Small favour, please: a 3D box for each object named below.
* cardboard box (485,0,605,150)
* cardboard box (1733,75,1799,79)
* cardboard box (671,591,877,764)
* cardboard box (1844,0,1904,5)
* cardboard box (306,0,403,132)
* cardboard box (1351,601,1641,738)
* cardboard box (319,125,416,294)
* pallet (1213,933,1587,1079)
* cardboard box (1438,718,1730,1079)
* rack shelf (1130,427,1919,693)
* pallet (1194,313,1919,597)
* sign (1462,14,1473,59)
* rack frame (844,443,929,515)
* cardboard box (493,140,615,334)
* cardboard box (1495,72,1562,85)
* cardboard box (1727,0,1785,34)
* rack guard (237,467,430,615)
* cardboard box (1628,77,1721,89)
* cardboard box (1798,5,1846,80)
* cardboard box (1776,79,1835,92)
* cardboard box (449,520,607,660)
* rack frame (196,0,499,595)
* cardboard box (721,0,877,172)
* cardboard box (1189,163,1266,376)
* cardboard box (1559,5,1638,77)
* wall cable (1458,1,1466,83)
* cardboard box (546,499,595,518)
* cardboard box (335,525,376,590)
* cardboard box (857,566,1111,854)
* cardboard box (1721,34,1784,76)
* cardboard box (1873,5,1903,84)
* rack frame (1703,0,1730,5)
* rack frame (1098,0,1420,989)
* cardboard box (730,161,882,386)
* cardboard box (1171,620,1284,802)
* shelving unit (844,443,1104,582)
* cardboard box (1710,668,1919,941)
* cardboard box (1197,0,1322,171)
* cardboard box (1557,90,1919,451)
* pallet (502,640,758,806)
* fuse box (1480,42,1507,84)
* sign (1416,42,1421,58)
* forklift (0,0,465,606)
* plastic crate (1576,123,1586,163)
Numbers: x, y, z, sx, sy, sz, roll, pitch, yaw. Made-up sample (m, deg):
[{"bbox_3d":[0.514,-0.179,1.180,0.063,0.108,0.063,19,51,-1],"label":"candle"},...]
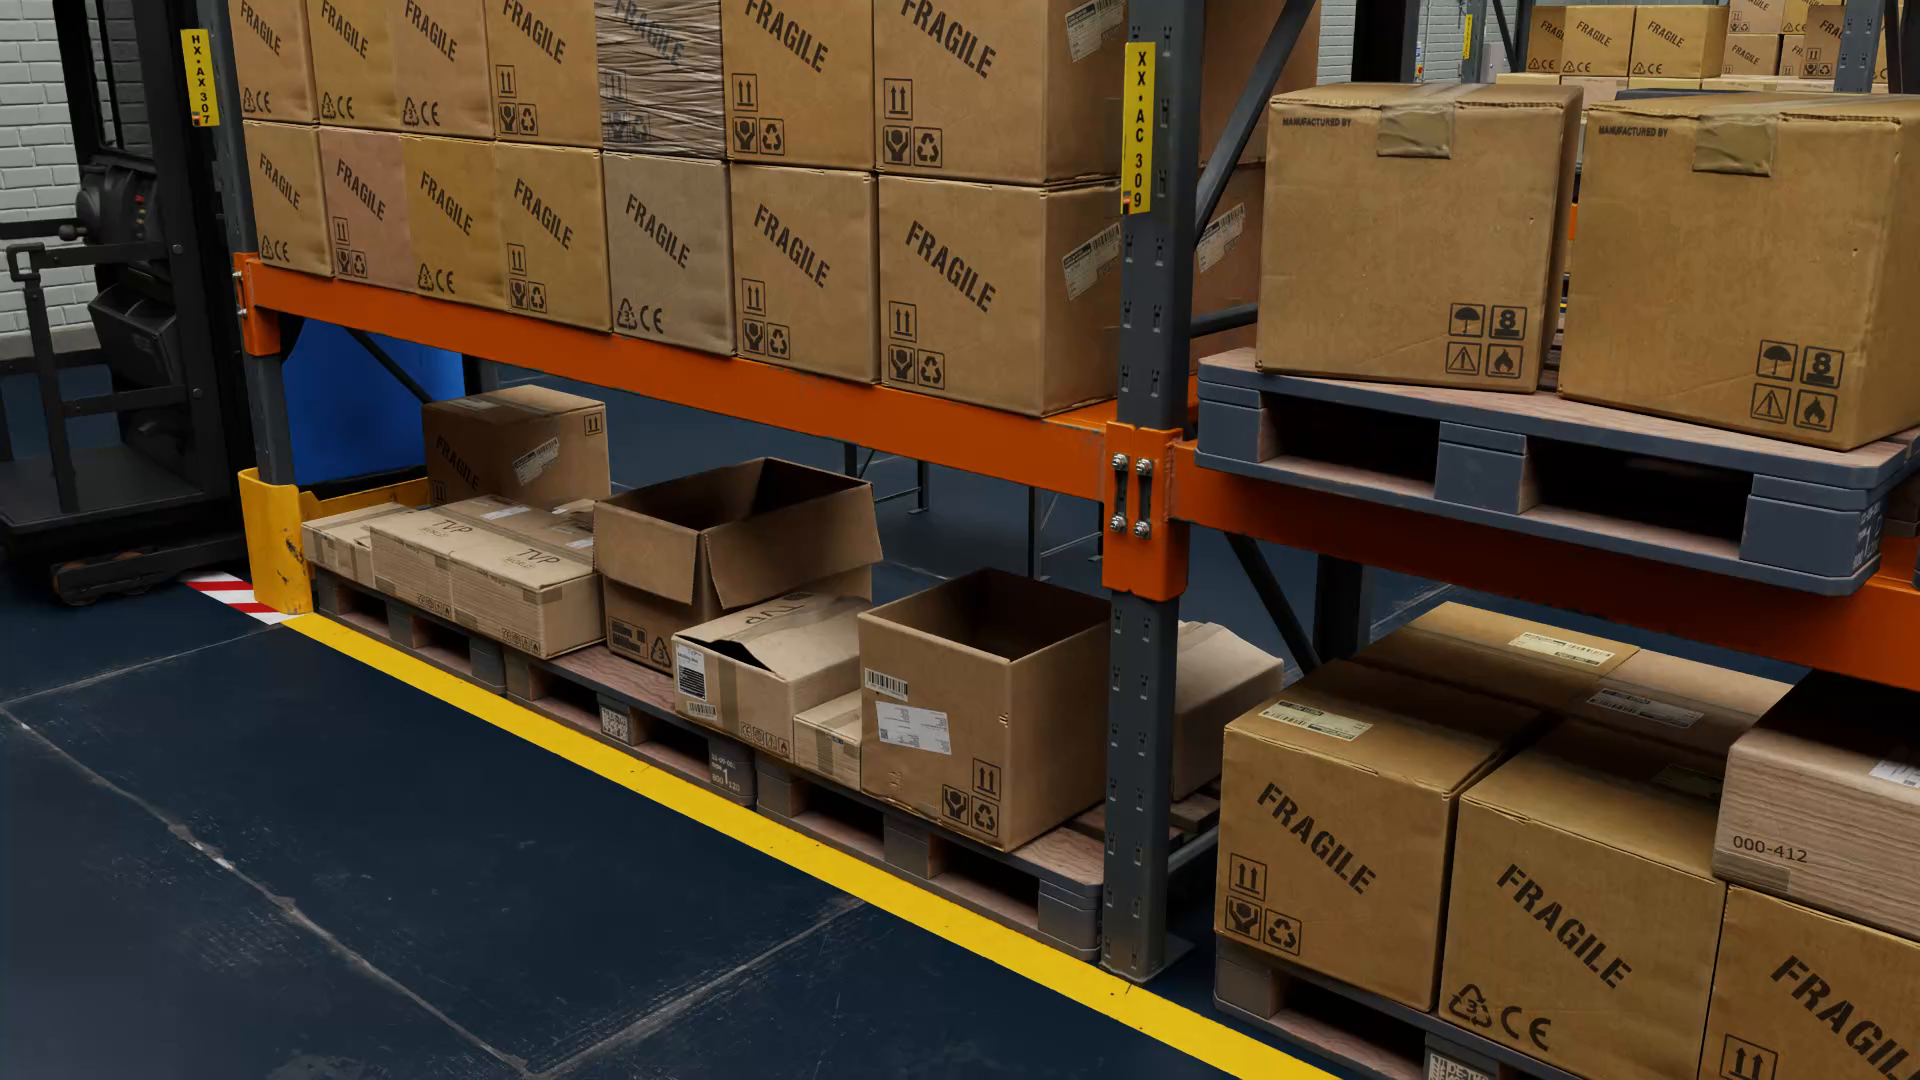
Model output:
[{"bbox_3d":[-0.982,-1.390,4.716,0.500,0.500,0.500,15,23,39],"label":"cardboard box"},{"bbox_3d":[5.983,-3.287,12.268,0.500,0.250,0.500,15,23,39],"label":"cardboard box"},{"bbox_3d":[-0.470,0.353,4.759,0.500,0.311,0.500,15,23,39],"label":"cardboard box"},{"bbox_3d":[8.576,-4.970,15.505,0.500,0.500,0.500,14,23,38],"label":"cardboard box"},{"bbox_3d":[-1.733,-1.594,5.357,0.500,0.500,0.500,15,23,40],"label":"cardboard box"},{"bbox_3d":[1.265,0.498,3.990,0.500,0.500,0.500,15,23,39],"label":"cardboard box"},{"bbox_3d":[-1.740,-1.118,5.511,0.500,0.500,0.500,15,23,39],"label":"cardboard box"},{"bbox_3d":[1.339,0.966,3.721,1.213,0.211,1.003,15,23,39],"label":"pallet"},{"bbox_3d":[1.312,0.720,3.289,0.500,0.500,0.500,15,23,40],"label":"cardboard box"},{"bbox_3d":[2.202,0.226,2.630,4.000,0.370,1.077,15,23,39],"label":"rack shelf"},{"bbox_3d":[1.231,-0.242,3.232,1.213,0.211,1.003,15,23,39],"label":"pallet"},{"bbox_3d":[3.919,-3.888,12.842,0.005,0.325,0.100,15,23,39],"label":"sign"},{"bbox_3d":[-0.316,-0.800,7.152,0.032,1.500,0.500,15,23,39],"label":"rack frame"},{"bbox_3d":[-0.993,-0.916,4.874,0.500,0.500,0.500,15,23,40],"label":"cardboard box"},{"bbox_3d":[4.472,-3.475,12.859,0.500,0.250,0.500,14,23,38],"label":"cardboard box"},{"bbox_3d":[7.820,-5.180,16.164,0.500,0.500,0.500,15,23,39],"label":"cardboard box"},{"bbox_3d":[-2.229,-0.115,6.647,0.348,0.500,1.175,15,23,39],"label":"rack guard"},{"bbox_3d":[5.239,-3.270,12.214,0.500,0.250,0.500,14,22,37],"label":"cardboard box"},{"bbox_3d":[6.340,-3.545,11.839,0.500,0.500,0.500,14,22,38],"label":"cardboard box"},{"bbox_3d":[6.009,-3.064,11.565,0.500,0.250,0.500,16,23,40],"label":"cardboard box"},{"bbox_3d":[-1.320,0.153,5.488,0.500,0.250,0.500,15,23,39],"label":"cardboard box"},{"bbox_3d":[-2.286,-1.322,6.317,0.127,3.000,1.000,15,23,39],"label":"rack frame"},{"bbox_3d":[-0.229,-1.188,4.078,0.500,0.500,0.500,14,23,38],"label":"cardboard box"},{"bbox_3d":[0.505,-0.730,4.288,0.500,0.500,0.500,16,23,41],"label":"cardboard box"},{"bbox_3d":[4.846,-3.732,12.429,0.500,0.500,0.500,14,23,38],"label":"cardboard box"},{"bbox_3d":[7.570,-7.739,24.857,0.122,1.984,0.588,15,23,39],"label":"wall cable"},{"bbox_3d":[-1.473,-0.026,6.190,0.250,0.166,0.380,15,23,39],"label":"cardboard box"},{"bbox_3d":[-2.014,0.031,6.011,0.250,0.166,0.380,15,23,39],"label":"cardboard box"},{"bbox_3d":[0.091,0.413,4.256,0.500,0.500,0.500,15,23,39],"label":"cardboard box"},{"bbox_3d":[7.813,-4.701,16.308,0.500,0.500,0.500,16,24,42],"label":"cardboard box"},{"bbox_3d":[6.391,-3.320,11.131,0.500,0.500,0.500,15,23,40],"label":"cardboard box"},{"bbox_3d":[7.660,-4.664,16.849,0.127,3.000,1.000,15,23,39],"label":"rack frame"},{"bbox_3d":[0.706,-0.518,3.786,0.127,3.000,1.000,15,23,39],"label":"rack frame"},{"bbox_3d":[-0.225,-0.712,4.230,0.500,0.500,0.500,16,24,41],"label":"cardboard box"},{"bbox_3d":[0.535,0.420,4.546,0.500,0.311,0.500,15,23,39],"label":"cardboard box"},{"bbox_3d":[0.064,-0.698,6.831,1.048,1.500,0.538,15,23,39],"label":"shelving unit"},{"bbox_3d":[1.654,0.459,2.872,0.500,0.250,0.500,15,23,39],"label":"cardboard box"},{"bbox_3d":[0.540,-1.201,4.119,0.500,0.500,0.500,16,23,41],"label":"cardboard box"},{"bbox_3d":[1.468,-0.497,2.859,0.700,0.500,0.500,-14,22,-37],"label":"cardboard box"},{"bbox_3d":[-0.724,0.428,5.415,1.213,0.211,1.003,15,23,39],"label":"pallet"},{"bbox_3d":[8.141,-6.763,25.593,0.414,1.711,0.539,15,23,39],"label":"fuse box"},{"bbox_3d":[6.560,-7.061,23.956,0.001,0.218,0.327,15,23,39],"label":"sign"},{"bbox_3d":[-3.469,-1.323,6.435,3.031,2.935,1.130,-15,23,-39],"label":"forklift"},{"bbox_3d":[2.977,-1.959,8.422,0.530,0.282,0.437,15,23,39],"label":"plastic crate"}]
